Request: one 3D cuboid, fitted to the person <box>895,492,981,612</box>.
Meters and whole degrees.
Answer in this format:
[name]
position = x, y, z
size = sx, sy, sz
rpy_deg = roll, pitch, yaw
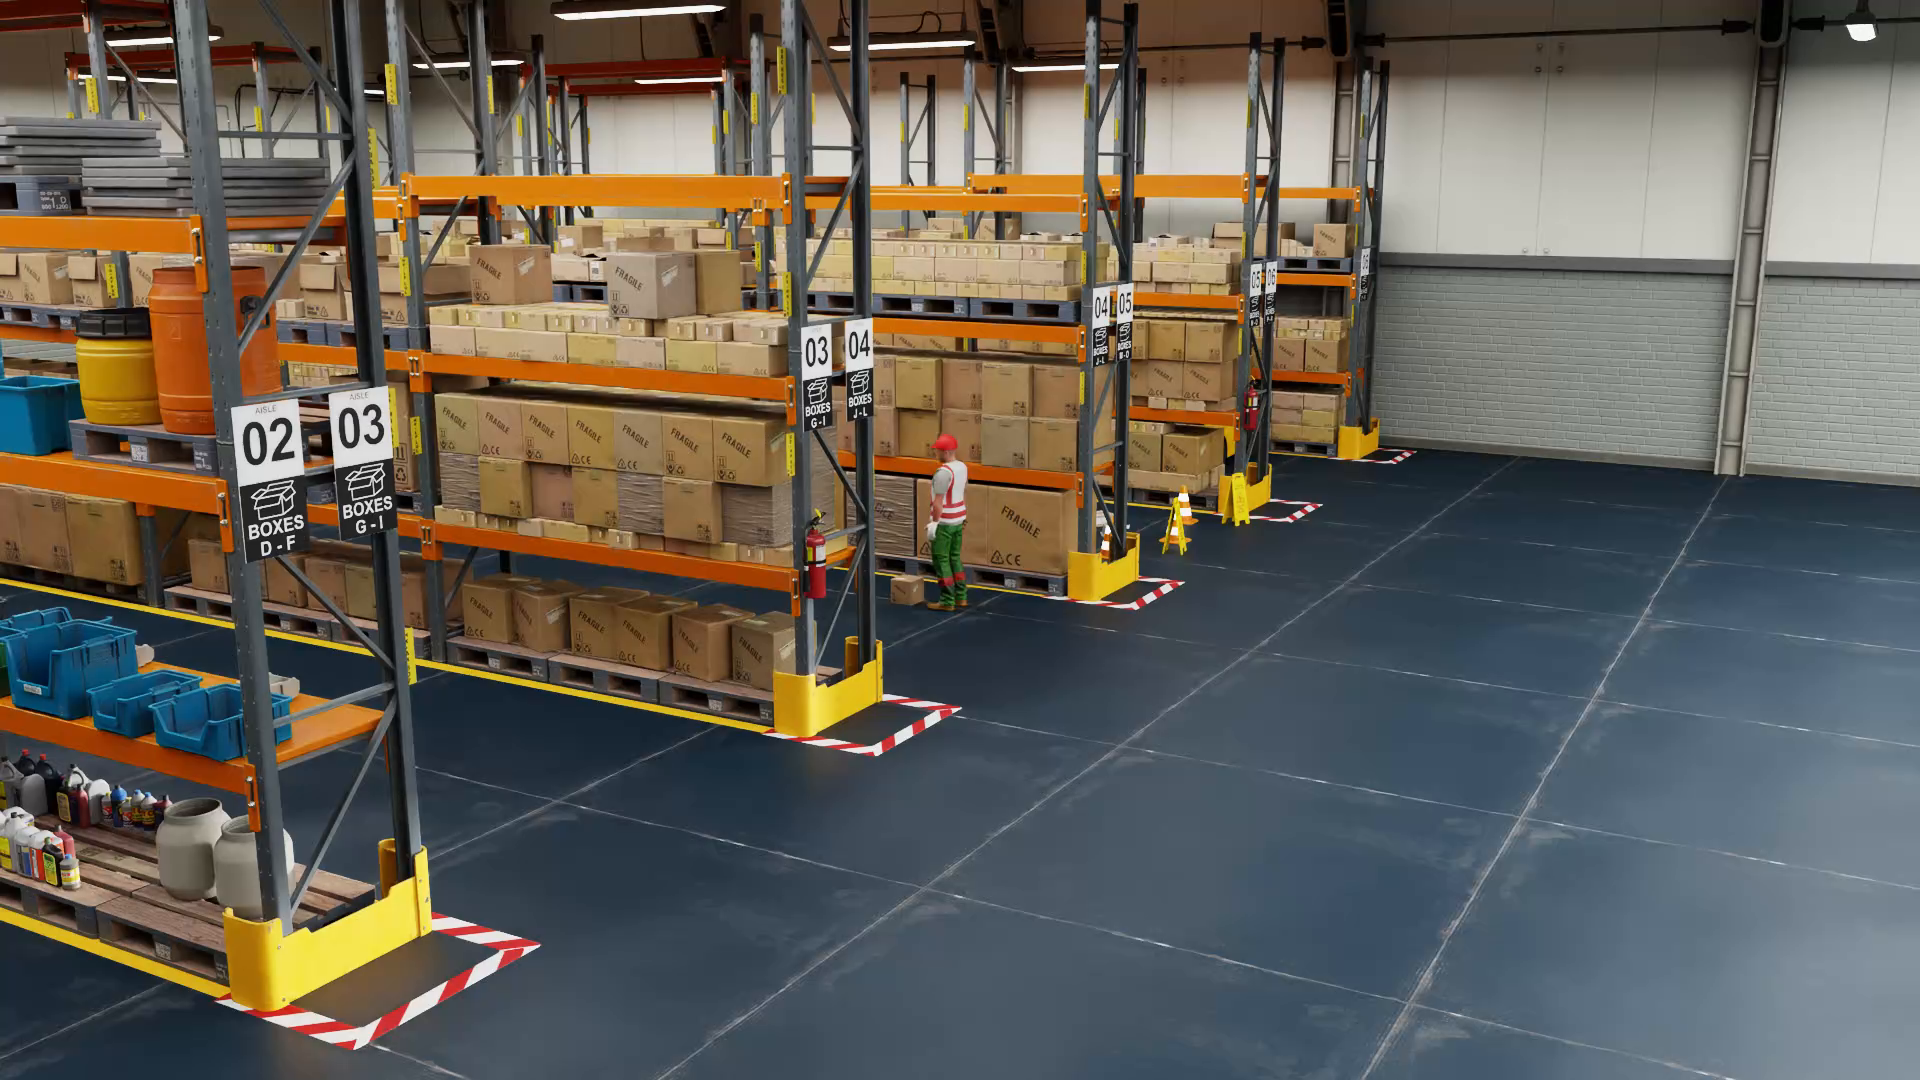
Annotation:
[person]
position = -0.230, 0.115, 16.830
size = 0.852, 1.172, 0.580
rpy_deg = 7, 14, 28
